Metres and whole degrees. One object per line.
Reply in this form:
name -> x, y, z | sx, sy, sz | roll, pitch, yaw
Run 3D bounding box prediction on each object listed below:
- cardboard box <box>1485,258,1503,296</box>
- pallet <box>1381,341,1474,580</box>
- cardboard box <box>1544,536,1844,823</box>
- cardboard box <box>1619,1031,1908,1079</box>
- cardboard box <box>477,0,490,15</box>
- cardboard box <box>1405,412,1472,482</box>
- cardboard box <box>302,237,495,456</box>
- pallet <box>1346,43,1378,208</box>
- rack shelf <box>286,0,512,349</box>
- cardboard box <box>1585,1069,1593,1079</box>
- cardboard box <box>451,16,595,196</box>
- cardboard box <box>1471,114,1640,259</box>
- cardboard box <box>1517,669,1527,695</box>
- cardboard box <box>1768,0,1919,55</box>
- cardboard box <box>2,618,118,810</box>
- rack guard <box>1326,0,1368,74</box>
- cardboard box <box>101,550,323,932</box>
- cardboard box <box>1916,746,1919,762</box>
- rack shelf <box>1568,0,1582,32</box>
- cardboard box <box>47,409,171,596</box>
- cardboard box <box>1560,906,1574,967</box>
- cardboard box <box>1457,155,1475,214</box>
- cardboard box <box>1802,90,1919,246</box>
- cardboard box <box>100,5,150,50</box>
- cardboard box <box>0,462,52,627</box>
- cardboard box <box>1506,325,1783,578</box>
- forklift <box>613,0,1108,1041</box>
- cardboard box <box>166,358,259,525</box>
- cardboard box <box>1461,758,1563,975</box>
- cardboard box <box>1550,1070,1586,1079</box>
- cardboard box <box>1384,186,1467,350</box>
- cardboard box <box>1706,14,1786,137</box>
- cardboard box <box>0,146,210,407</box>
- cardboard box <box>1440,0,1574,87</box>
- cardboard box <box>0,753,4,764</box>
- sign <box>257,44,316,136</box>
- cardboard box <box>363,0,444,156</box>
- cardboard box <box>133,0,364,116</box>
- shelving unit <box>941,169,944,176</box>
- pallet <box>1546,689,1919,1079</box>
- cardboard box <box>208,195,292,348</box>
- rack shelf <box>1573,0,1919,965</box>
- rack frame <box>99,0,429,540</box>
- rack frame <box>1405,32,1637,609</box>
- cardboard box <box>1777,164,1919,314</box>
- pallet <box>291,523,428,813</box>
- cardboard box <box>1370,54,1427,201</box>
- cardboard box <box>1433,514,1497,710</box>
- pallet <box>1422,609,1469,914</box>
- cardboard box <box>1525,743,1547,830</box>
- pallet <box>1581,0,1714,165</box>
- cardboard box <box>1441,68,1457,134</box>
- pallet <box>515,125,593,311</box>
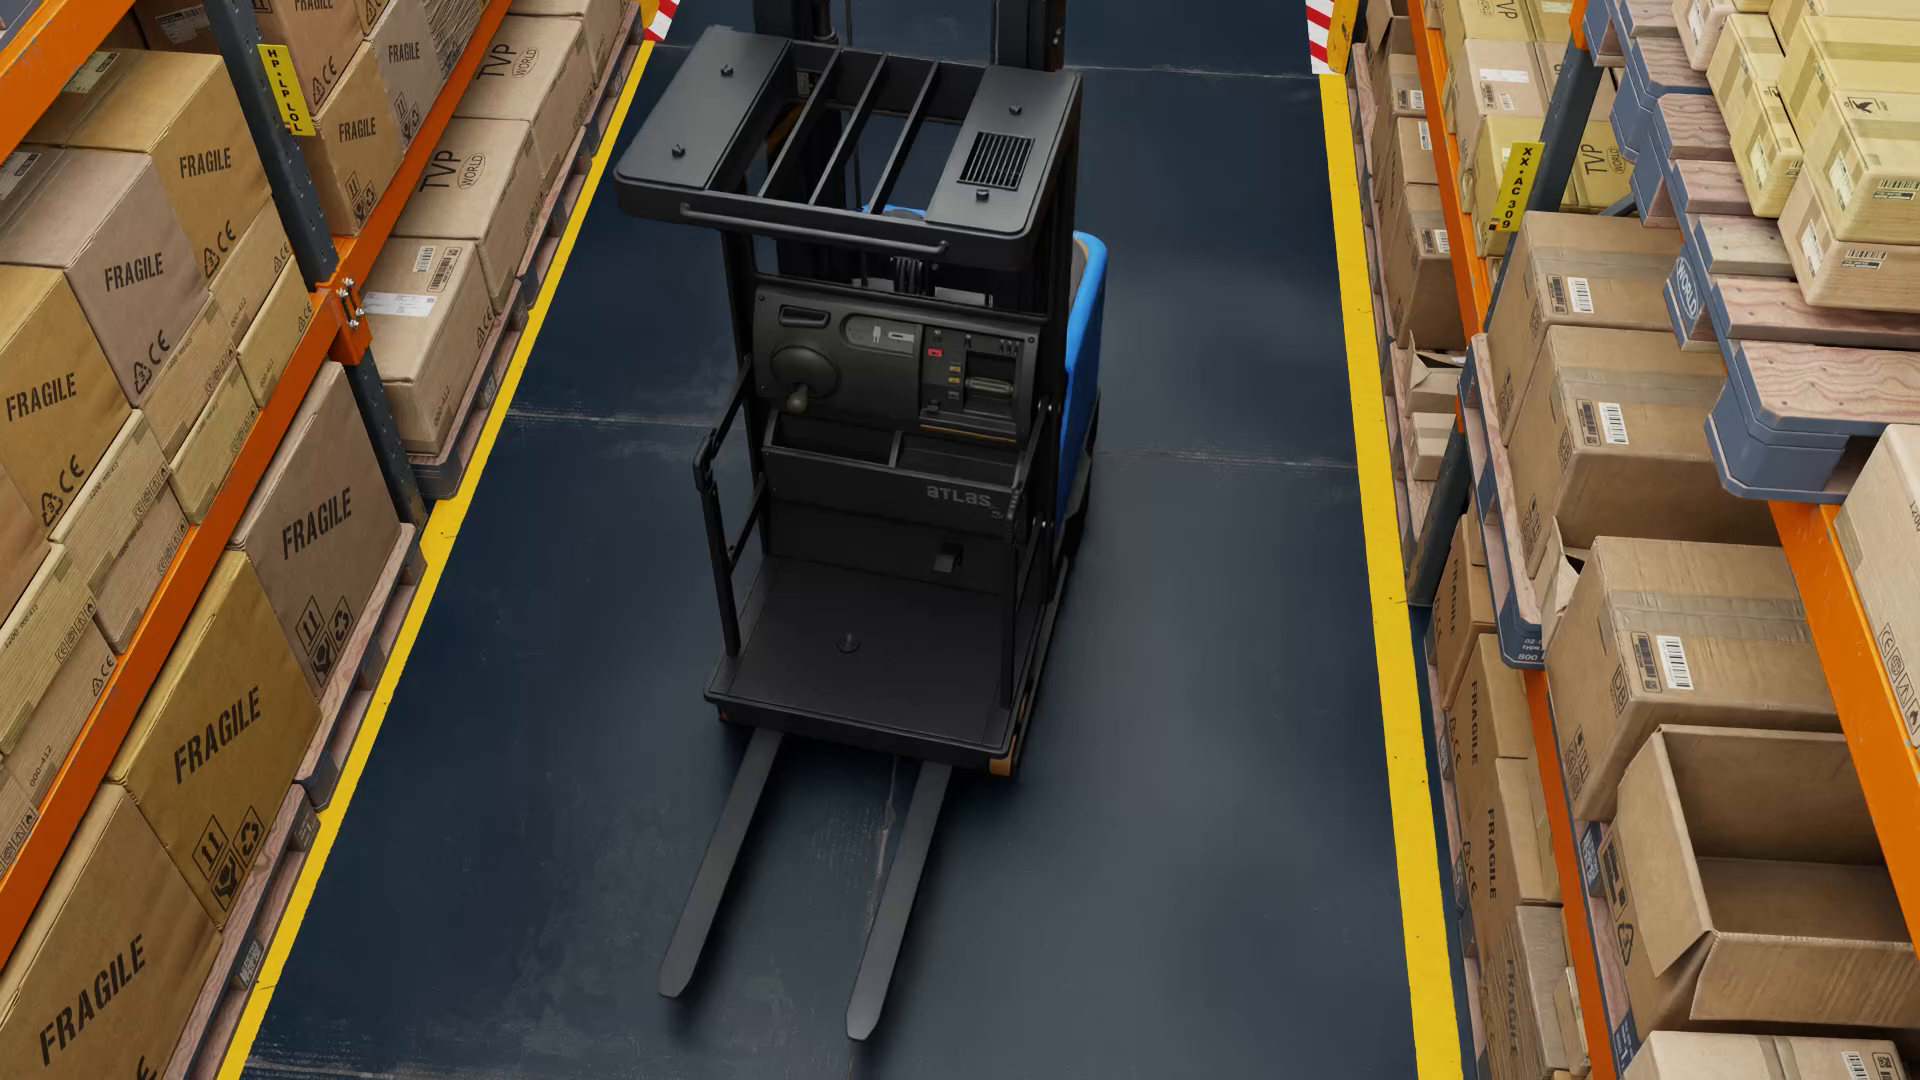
cardboard box -> 2.035, -0.930, 5.738 | 0.380, 0.149, 0.250 | 4, 48, 4
pallet -> 2.321, -0.327, 6.906 | 1.003, 0.211, 1.213 | 4, 48, 4
cardboard box -> 1.872, 0.359, 4.036 | 0.700, 0.500, 0.500 | 4, 48, 3
cardboard box -> 1.666, 1.288, 3.356 | 0.500, 0.250, 0.500 | 2, 48, 2
cardboard box -> -2.234, -2.568, 6.998 | 0.500, 0.500, 0.500 | 5, 48, 5
cardboard box -> 2.015, -0.372, 6.705 | 0.380, 0.149, 0.250 | 3, 48, 2
cardboard box -> -2.522, -0.825, 6.924 | 0.875, 0.438, 0.875 | 3, 48, 3
pallet -> 2.543, -2.120, 8.546 | 1.003, 0.211, 1.213 | 4, 48, 4
rack shelf -> -2.504, -2.321, 7.328 | 1.077, 0.370, 4.000 | 4, 48, 4
cardboard box -> 1.839, 1.512, 4.304 | 0.380, 0.149, 0.250 | 3, 48, 3
cardboard box -> -2.357, -2.146, 8.132 | 0.875, 0.438, 0.875 | 5, 48, 5
cardboard box -> 2.061, -1.204, 5.718 | 0.500, 0.250, 0.500 | 5, 48, 5
cardboard box -> 1.999, 0.364, 5.354 | 0.380, 0.149, 0.250 | 2, 48, 2
cardboard box -> 1.812, -1.010, 3.224 | 0.380, 0.149, 0.250 | 4, 48, 4
cardboard box -> -2.631, 0.427, 4.429 | 0.500, 0.250, 0.500 | 4, 48, 4
rack guard -> 2.615, -2.803, 8.975 | 1.175, 0.500, 0.348 | 4, 48, 4
cardboard box -> -2.738, 0.606, 5.318 | 0.875, 0.875, 0.875 | 5, 48, 5
cardboard box -> 1.743, 0.452, 2.373 | 0.500, 0.250, 0.500 | 4, 48, 4
rack shelf -> 2.439, -3.002, 5.918 | 1.077, 0.370, 4.000 | 4, 48, 4
cardboard box -> -2.564, -0.123, 4.593 | 0.500, 0.250, 0.500 | 5, 48, 4
cardboard box -> 1.907, 1.130, 4.654 | 0.380, 0.149, 0.250 | 4, 48, 4
cardboard box -> 2.036, -1.315, 6.090 | 0.380, 0.149, 0.250 | 5, 48, 5
cardboard box -> 1.711, -0.641, 2.887 | 0.380, 0.149, 0.250 | 4, 48, 4
cardboard box -> -2.918, -1.831, 5.646 | 0.500, 0.500, 0.500 | 4, 48, 3
cardboard box -> -2.615, 0.013, 3.960 | 0.500, 0.500, 0.500 | 5, 48, 4
cardboard box -> 1.943, -0.218, 4.564 | 0.700, 0.500, 0.500 | 4, 48, 4
forklift -> -0.260, -0.459, 5.183 | 1.130, 2.935, 3.031 | 10, 48, 9
cardboard box -> -2.524, -0.323, 5.114 | 0.500, 0.250, 0.500 | 3, 48, 3
cardboard box -> 1.900, 1.037, 5.178 | 0.500, 0.500, 0.500 | 3, 48, 2
cardboard box -> 1.818, 1.801, 4.479 | 0.500, 0.500, 0.500 | 6, 48, 5
cardboard box -> 2.260, -1.169, 7.196 | 0.700, 0.500, 0.500 | 2, 48, 2
cardboard box -> 1.743, -0.923, 3.346 | 0.380, 0.149, 0.250 | 3, 48, 3
cardboard box -> -2.517, -0.740, 4.648 | 0.500, 0.500, 0.500 | 5, 48, 4
cardboard box -> 2.150, -1.938, 6.390 | 0.500, 0.250, 0.500 | 4, 48, 3
cardboard box -> -2.653, 0.626, 3.907 | 0.500, 0.250, 0.500 | 4, 48, 3
sign -> -2.145, -1.429, 5.293 | 0.100, 0.325, 0.005 | 4, 48, 4
cardboard box -> -2.333, -1.825, 6.318 | 0.500, 0.500, 0.500 | 4, 48, 4
cardboard box -> -2.402, -1.799, 5.617 | 0.500, 0.500, 0.500 | 4, 48, 4
shelving unit -> 0.047, -1.055, 6.999 | 0.215, 1.050, 0.252 | -8, 47, -7
pallet -> 2.065, 0.812, 4.105 | 1.003, 0.211, 1.213 | 4, 48, 4
cardboard box -> -2.484, -0.872, 5.278 | 0.500, 0.250, 0.500 | 4, 48, 3
rack shelf -> 2.075, -0.063, 3.230 | 1.077, 0.370, 4.000 | 4, 48, 4
rack frame -> -2.686, -1.094, 5.718 | 1.000, 3.000, 0.127 | 4, 48, 4
rack frame -> 2.257, -0.763, 5.415 | 1.000, 3.000, 0.127 | 4, 48, 4
cardboard box -> 1.719, -0.542, 2.998 | 0.380, 0.149, 0.250 | 5, 48, 4
pallet -> -2.681, 0.419, 6.224 | 1.003, 0.211, 1.213 | 4, 48, 4
cardboard box -> 2.355, -1.932, 7.894 | 0.700, 0.500, 0.500 | 6, 48, 5
cardboard box -> 1.989, 0.279, 5.871 | 0.500, 0.500, 0.500 | 6, 48, 5
pallet -> 2.221, 0.778, 5.895 | 1.003, 0.211, 1.213 | 4, 48, 4
cardboard box -> 1.928, 0.747, 5.004 | 0.380, 0.149, 0.250 | 4, 48, 3
pallet -> 2.128, -1.238, 3.944 | 1.213, 0.211, 1.003 | 4, 48, 4
cardboard box -> 2.083, -1.696, 6.438 | 0.380, 0.149, 0.250 | 3, 48, 3
pallet -> -2.430, -1.606, 8.075 | 1.003, 0.211, 1.213 | 4, 48, 4
